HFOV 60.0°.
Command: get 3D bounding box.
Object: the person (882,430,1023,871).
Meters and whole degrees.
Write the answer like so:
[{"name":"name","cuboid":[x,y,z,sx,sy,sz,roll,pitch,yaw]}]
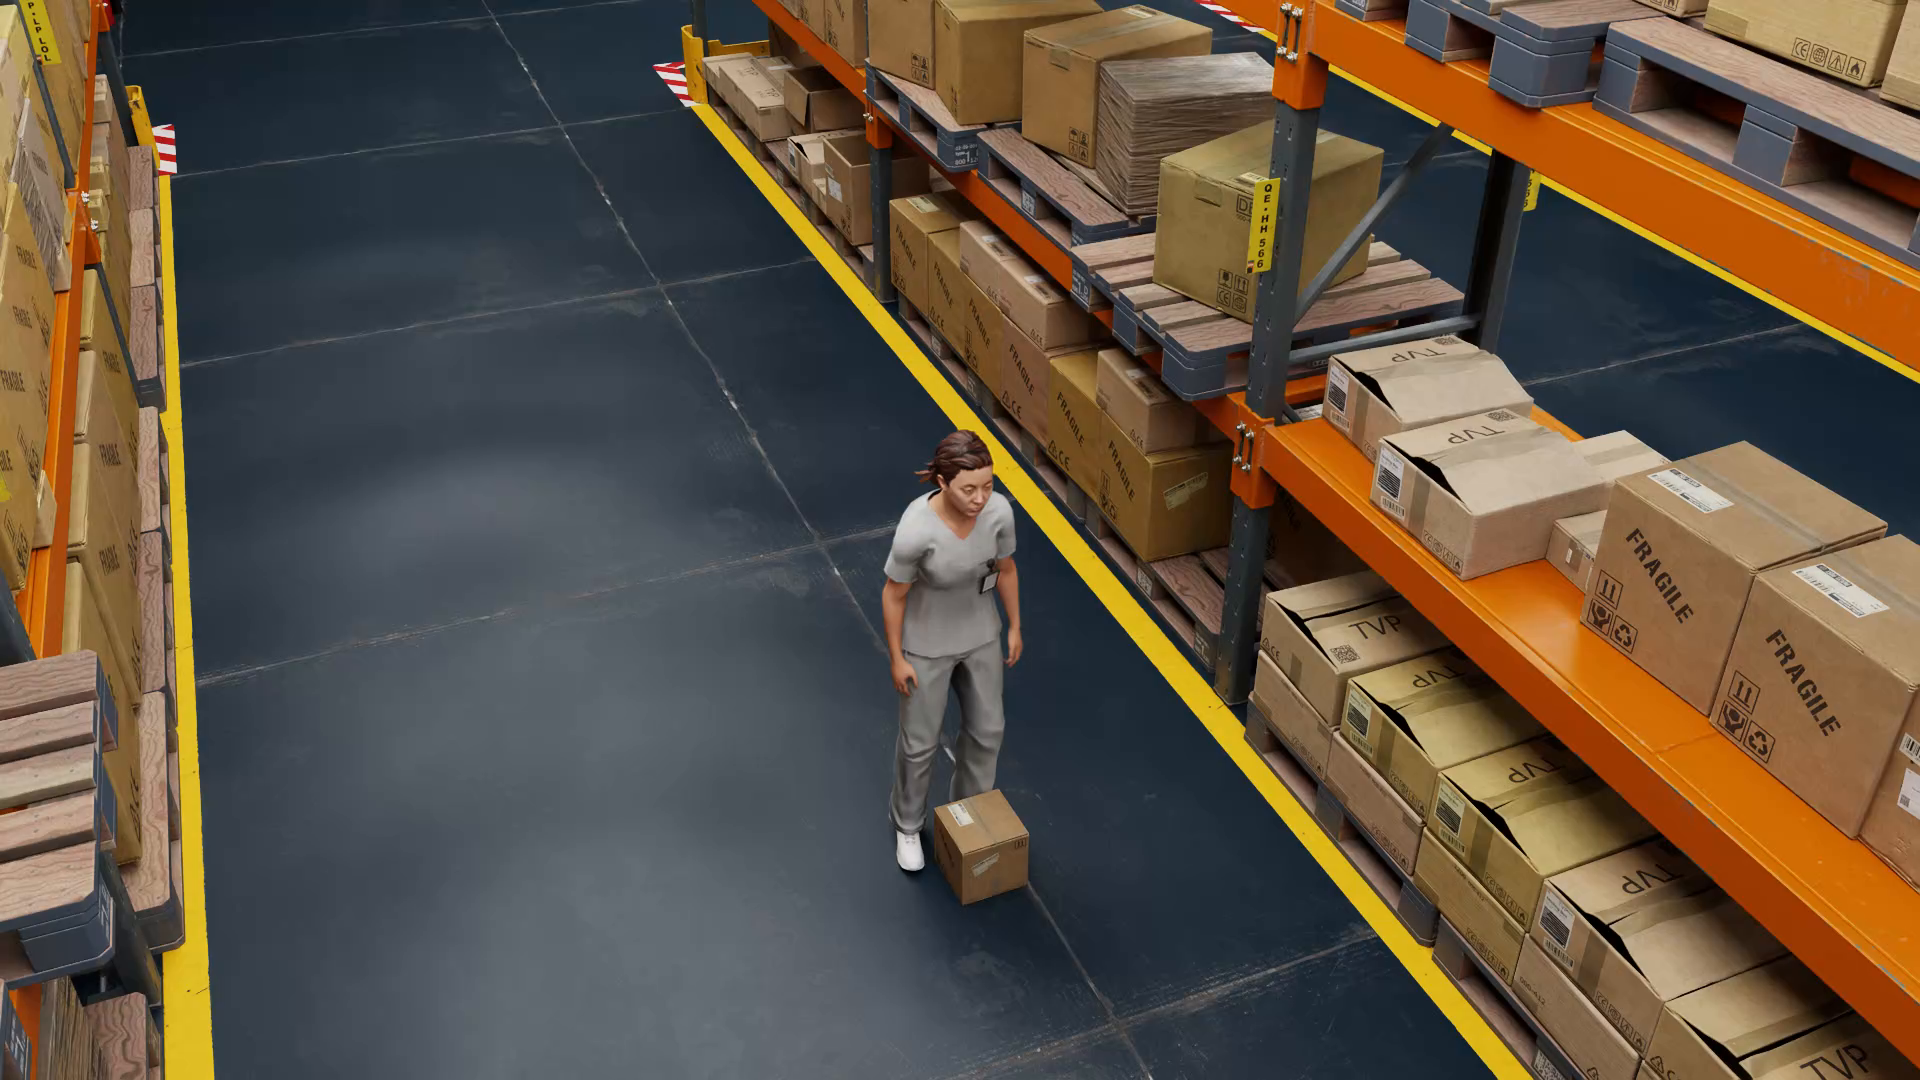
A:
[{"name":"person","cuboid":[-0.015,0.368,5.587,0.510,1.673,0.407,-14,36,-21]}]
